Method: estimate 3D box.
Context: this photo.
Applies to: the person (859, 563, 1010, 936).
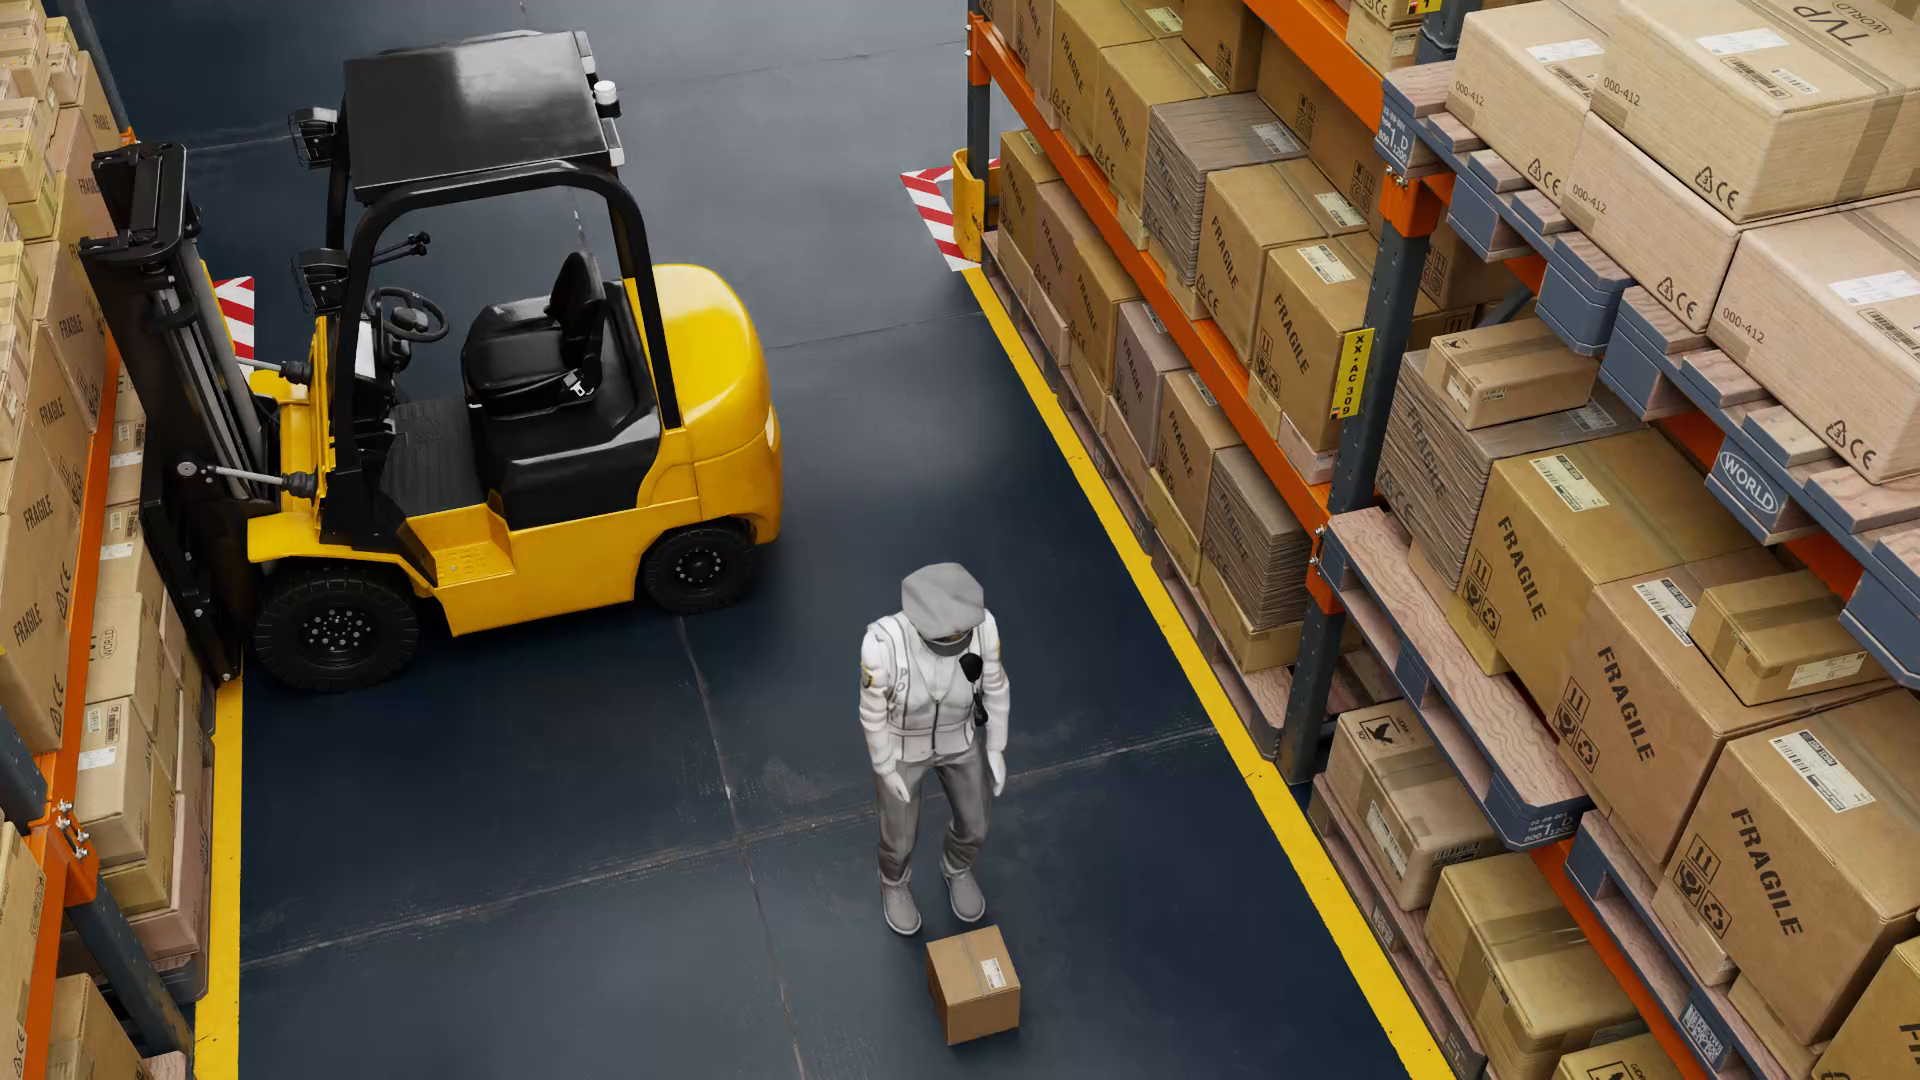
[{"bbox_3d":[-0.075,0.688,5.440,0.496,1.635,0.428,-11,44,-12],"label":"person"}]
